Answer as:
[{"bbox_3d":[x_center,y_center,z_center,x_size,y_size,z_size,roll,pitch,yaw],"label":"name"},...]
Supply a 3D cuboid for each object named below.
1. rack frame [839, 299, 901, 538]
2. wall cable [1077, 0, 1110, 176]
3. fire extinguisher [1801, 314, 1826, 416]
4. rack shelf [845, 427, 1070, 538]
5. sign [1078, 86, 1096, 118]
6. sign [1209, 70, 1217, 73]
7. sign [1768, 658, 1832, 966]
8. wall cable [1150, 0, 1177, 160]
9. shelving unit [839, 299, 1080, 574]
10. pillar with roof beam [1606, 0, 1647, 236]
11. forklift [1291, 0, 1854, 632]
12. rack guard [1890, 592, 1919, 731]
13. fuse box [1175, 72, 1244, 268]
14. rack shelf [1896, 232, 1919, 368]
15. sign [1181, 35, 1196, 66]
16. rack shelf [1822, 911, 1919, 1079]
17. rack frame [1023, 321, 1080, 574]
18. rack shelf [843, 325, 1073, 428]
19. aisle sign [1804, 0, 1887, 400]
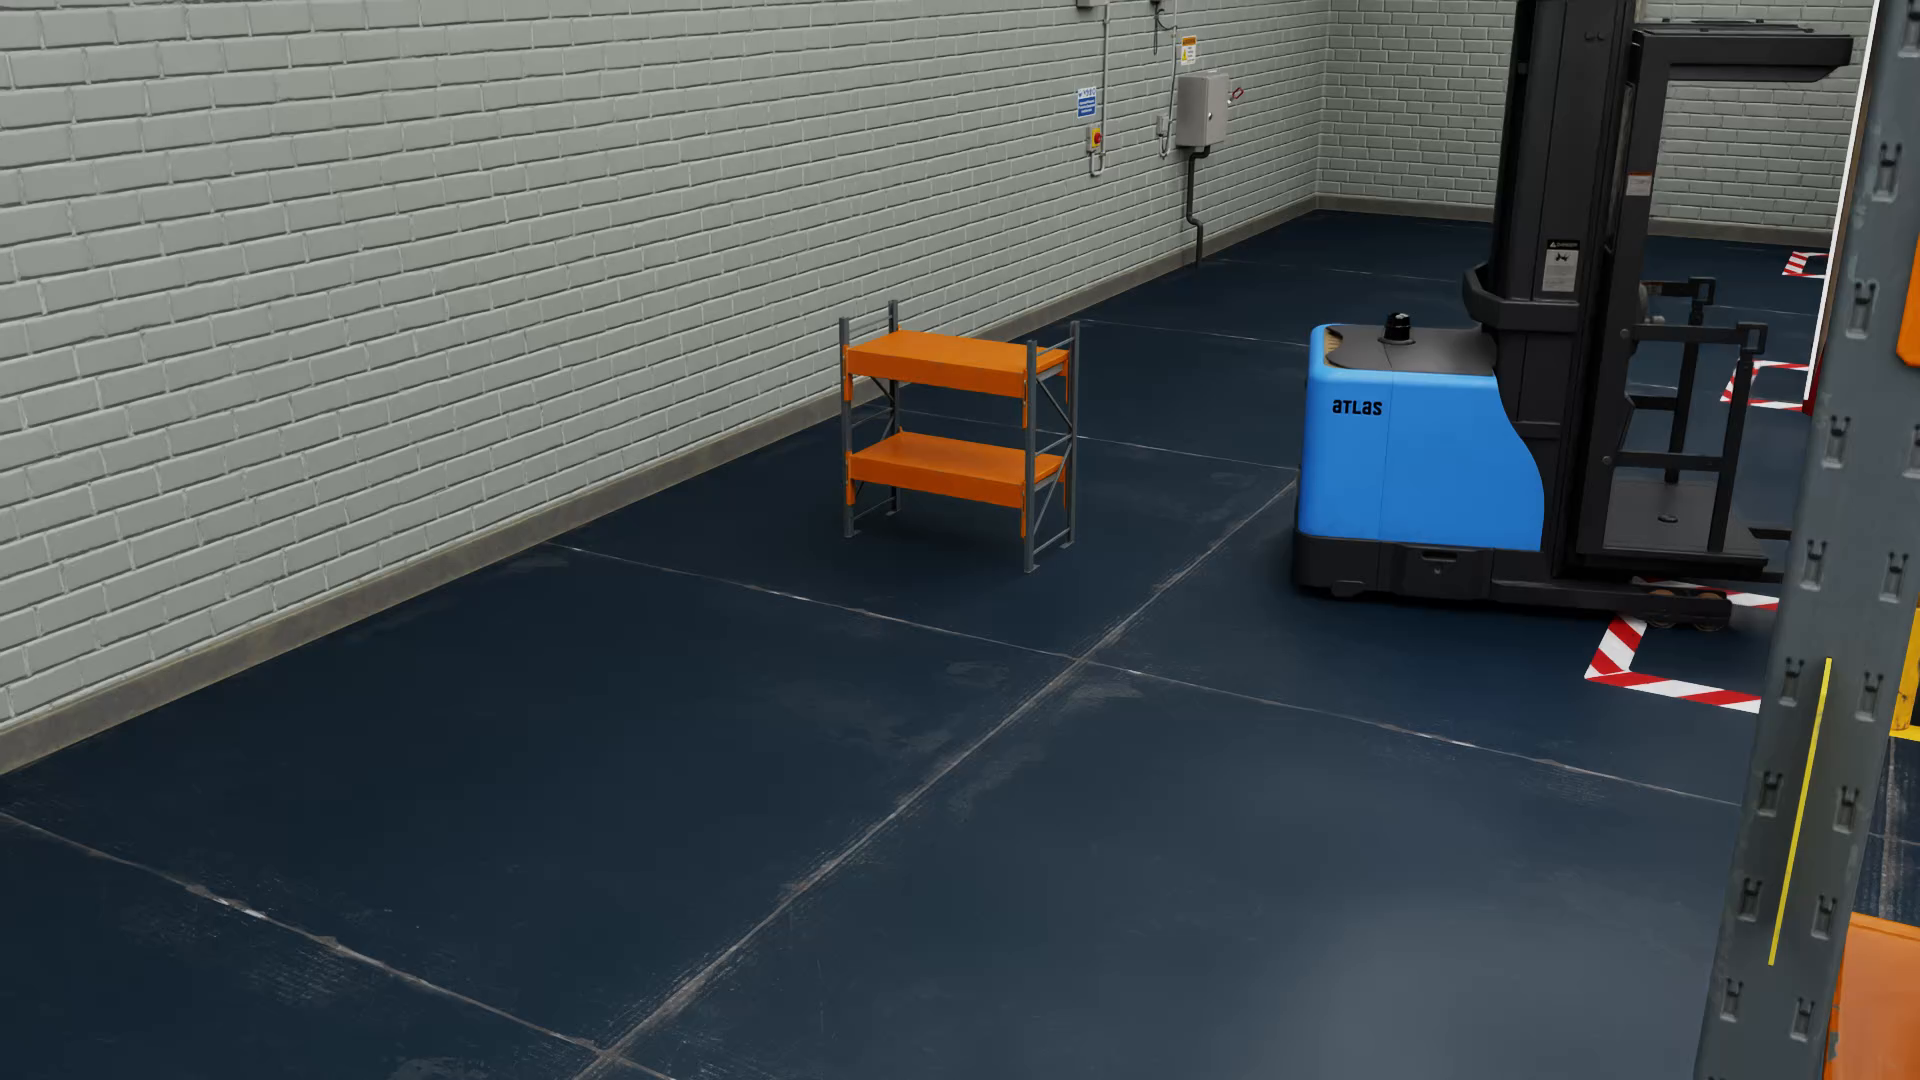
[{"bbox_3d":[-0.450,-0.614,8.409,0.032,1.125,0.500,11,23,27],"label":"rack frame"},{"bbox_3d":[1.071,-3.801,12.910,0.123,1.953,0.585,11,23,27],"label":"wall cable"},{"bbox_3d":[3.685,-0.855,6.985,0.183,0.674,0.296,11,23,27],"label":"fire extinguisher"},{"bbox_3d":[-0.006,-0.300,8.260,1.000,0.278,0.538,11,23,27],"label":"rack shelf"},{"bbox_3d":[0.994,-3.432,13.031,0.001,0.218,0.327,11,23,27],"label":"sign"},{"bbox_3d":[2.283,-4.047,15.262,0.001,0.494,0.329,11,23,27],"label":"sign"},{"bbox_3d":[0.897,0.292,1.775,0.005,0.325,0.100,11,23,27],"label":"sign"},{"bbox_3d":[1.753,-4.211,14.084,0.122,1.984,0.588,11,23,27],"label":"wall cable"},{"bbox_3d":[-0.006,-0.530,8.176,1.048,1.125,0.538,11,23,27],"label":"shelving unit"},{"bbox_3d":[4.409,-6.112,12.018,0.400,9.000,9.100,11,23,27],"label":"pillar with roof beam"},{"bbox_3d":[3.099,-1.175,7.307,3.031,2.935,1.130,4,20,11],"label":"forklift"},{"bbox_3d":[3.746,0.300,6.805,0.348,0.500,1.175,11,23,27],"label":"rack guard"},{"bbox_3d":[2.223,-3.304,14.965,0.414,1.711,0.539,11,23,27],"label":"fuse box"},{"bbox_3d":[2.918,-0.167,1.084,4.000,0.370,1.077,11,23,27],"label":"rack shelf"},{"bbox_3d":[2.015,-4.316,14.654,0.001,0.242,0.339,11,23,27],"label":"sign"},{"bbox_3d":[2.918,1.243,1.595,4.000,0.370,1.077,11,23,27],"label":"rack shelf"},{"bbox_3d":[0.438,-0.445,7.943,0.032,1.125,0.500,11,23,27],"label":"rack frame"},{"bbox_3d":[-0.006,-0.805,8.077,1.000,0.278,0.538,11,23,27],"label":"rack shelf"},{"bbox_3d":[0.963,-0.573,1.733,0.004,0.787,0.394,11,23,27],"label":"aisle sign"}]
